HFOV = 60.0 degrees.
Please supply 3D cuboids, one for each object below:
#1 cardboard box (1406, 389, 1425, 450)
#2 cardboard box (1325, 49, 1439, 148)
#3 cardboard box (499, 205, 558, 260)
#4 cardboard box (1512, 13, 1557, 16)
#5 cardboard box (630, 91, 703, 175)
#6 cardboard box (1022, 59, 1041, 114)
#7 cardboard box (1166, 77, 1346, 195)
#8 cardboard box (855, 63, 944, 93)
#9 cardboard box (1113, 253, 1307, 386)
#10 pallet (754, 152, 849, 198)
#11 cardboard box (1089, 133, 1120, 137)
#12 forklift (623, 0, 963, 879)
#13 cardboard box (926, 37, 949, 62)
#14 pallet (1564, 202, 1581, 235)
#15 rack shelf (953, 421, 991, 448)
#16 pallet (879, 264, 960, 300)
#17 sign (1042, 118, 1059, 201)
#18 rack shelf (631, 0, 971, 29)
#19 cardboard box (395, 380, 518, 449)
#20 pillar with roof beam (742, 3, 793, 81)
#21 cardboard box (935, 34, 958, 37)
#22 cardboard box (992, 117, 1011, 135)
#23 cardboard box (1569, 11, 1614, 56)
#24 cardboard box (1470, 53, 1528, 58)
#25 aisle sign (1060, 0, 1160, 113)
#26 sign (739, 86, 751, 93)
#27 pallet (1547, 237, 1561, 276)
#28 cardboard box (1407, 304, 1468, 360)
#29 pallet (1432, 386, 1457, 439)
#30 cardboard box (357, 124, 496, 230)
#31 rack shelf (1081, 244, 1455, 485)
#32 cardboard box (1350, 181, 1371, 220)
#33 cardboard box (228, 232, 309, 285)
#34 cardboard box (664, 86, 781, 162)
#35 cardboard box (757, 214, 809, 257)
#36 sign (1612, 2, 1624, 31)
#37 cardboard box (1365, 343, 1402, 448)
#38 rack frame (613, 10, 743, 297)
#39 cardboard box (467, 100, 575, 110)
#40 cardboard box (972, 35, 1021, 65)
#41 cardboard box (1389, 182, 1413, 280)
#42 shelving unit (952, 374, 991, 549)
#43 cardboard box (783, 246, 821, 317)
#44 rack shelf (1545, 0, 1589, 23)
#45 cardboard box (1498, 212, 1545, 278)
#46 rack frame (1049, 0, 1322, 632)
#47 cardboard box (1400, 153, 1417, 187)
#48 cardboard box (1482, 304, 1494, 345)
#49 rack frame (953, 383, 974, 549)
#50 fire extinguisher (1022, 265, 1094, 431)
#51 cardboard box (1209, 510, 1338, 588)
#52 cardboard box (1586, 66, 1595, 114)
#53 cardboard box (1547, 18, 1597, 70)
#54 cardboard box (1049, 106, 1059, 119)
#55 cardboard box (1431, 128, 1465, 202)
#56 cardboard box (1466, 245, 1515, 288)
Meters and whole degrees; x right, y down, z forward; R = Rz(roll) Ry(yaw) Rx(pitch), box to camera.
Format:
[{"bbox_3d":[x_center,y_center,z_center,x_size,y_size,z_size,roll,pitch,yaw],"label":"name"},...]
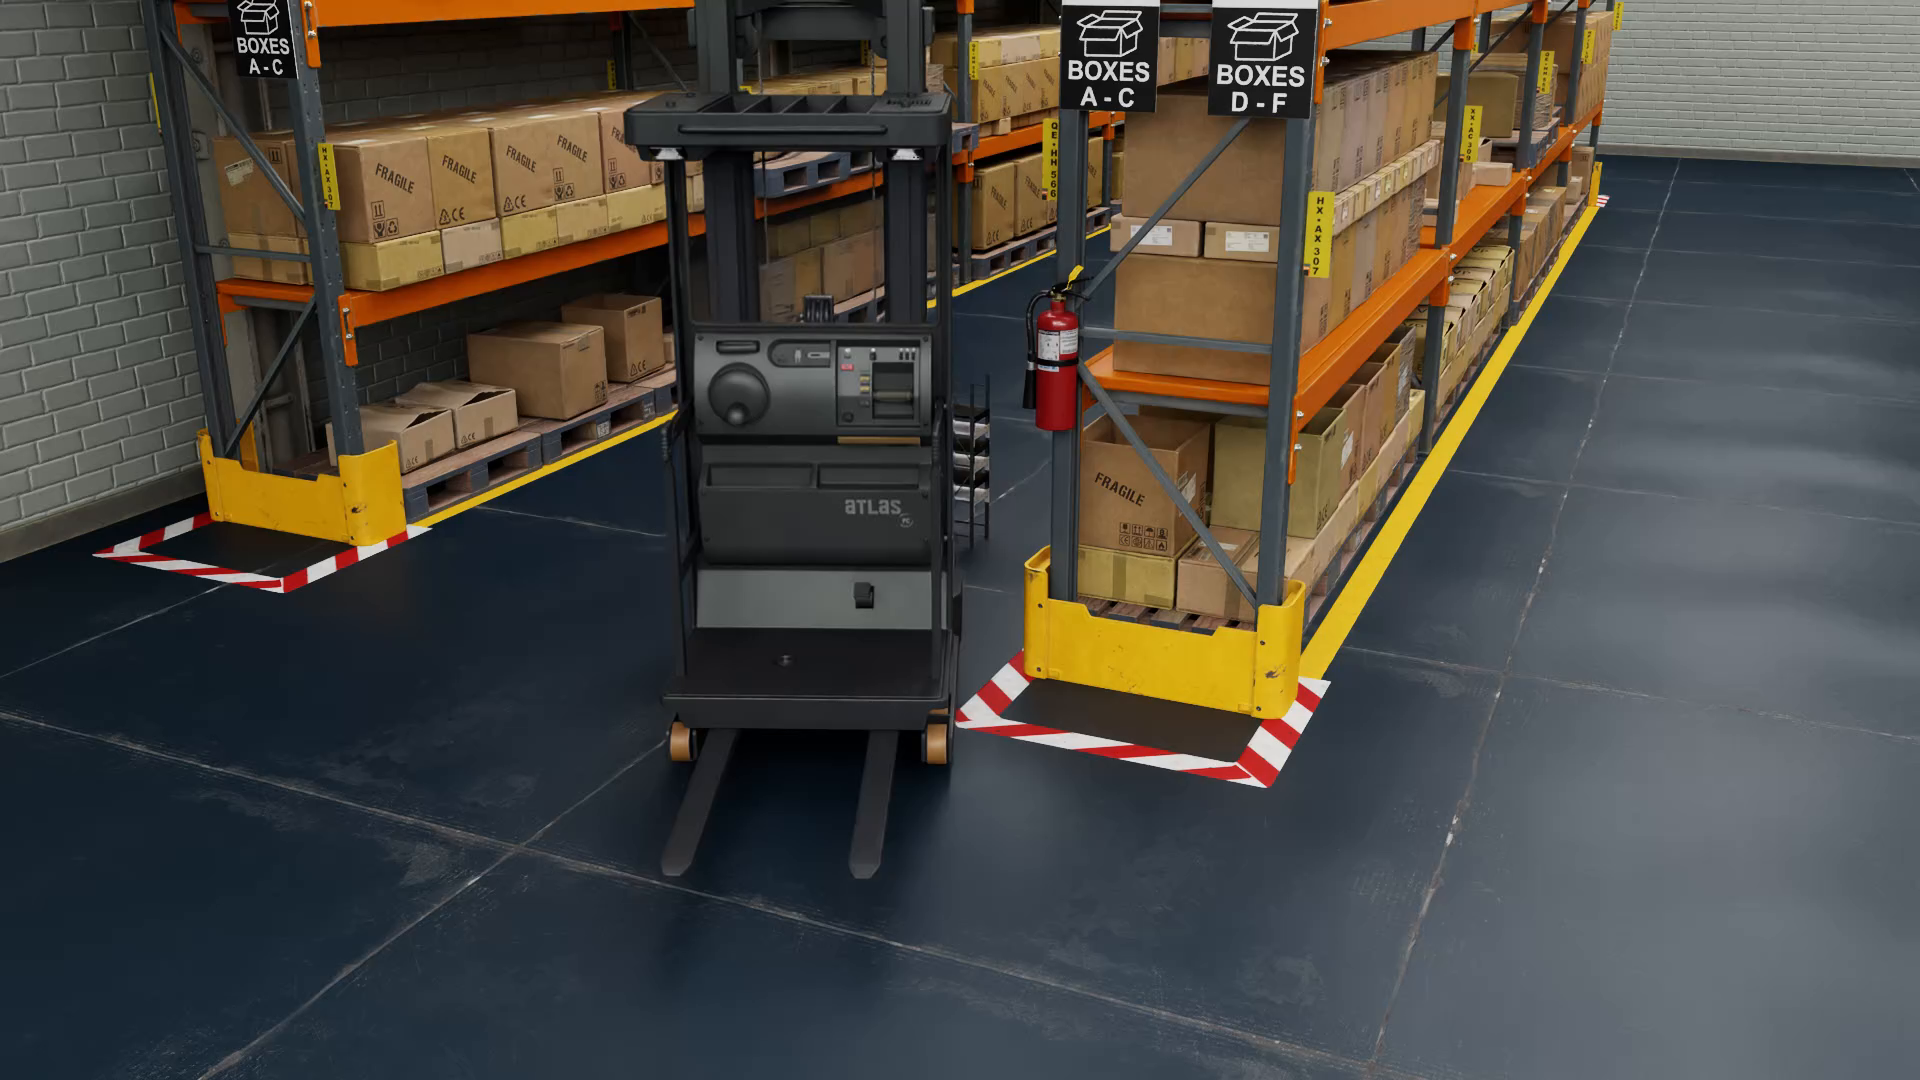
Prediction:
[{"bbox_3d":[2.519,-0.757,10.097,0.500,0.250,0.500,9,21,23],"label":"cardboard box"},{"bbox_3d":[2.333,-2.548,9.571,0.700,0.500,0.500,9,21,23],"label":"cardboard box"},{"bbox_3d":[-2.746,-1.842,9.865,0.500,0.250,0.500,8,21,22],"label":"cardboard box"},{"bbox_3d":[6.584,-5.800,19.160,0.500,0.500,0.500,9,21,23],"label":"cardboard box"},{"bbox_3d":[-1.923,-2.810,11.468,0.500,0.500,0.500,8,21,23],"label":"cardboard box"},{"bbox_3d":[0.486,-4.548,16.657,0.500,0.500,0.500,8,21,22],"label":"cardboard box"},{"bbox_3d":[1.306,-1.780,7.413,0.700,0.500,0.500,8,21,21],"label":"cardboard box"},{"bbox_3d":[-0.557,-4.037,15.037,0.700,0.500,0.500,6,20,16],"label":"cardboard box"},{"bbox_3d":[1.074,-0.991,7.130,0.700,0.500,0.500,9,21,23],"label":"cardboard box"},{"bbox_3d":[-1.566,-2.828,12.730,1.003,0.211,1.213,9,21,23],"label":"pallet"},{"bbox_3d":[1.745,-4.915,20.449,0.380,0.149,0.250,8,21,21],"label":"cardboard box"},{"bbox_3d":[-0.577,-0.608,6.303,1.130,2.935,3.031,0,20,1],"label":"forklift"},{"bbox_3d":[-0.424,-4.652,15.830,0.500,0.250,0.500,9,22,24],"label":"cardboard box"},{"bbox_3d":[6.566,-3.742,19.175,1.003,0.211,1.213,9,21,23],"label":"pallet"},{"bbox_3d":[0.003,-0.565,8.776,0.258,0.077,0.200,9,21,23],"label":"rack shelf"},{"bbox_3d":[-0.695,-2.375,15.332,1.003,0.211,1.213,9,21,23],"label":"pallet"},{"bbox_3d":[0.382,-1.539,6.738,0.100,0.325,0.005,9,21,23],"label":"sign"},{"bbox_3d":[-1.193,-4.390,13.434,1.077,0.370,4.000,9,21,23],"label":"rack shelf"},{"bbox_3d":[-3.051,-0.796,10.086,0.500,0.311,0.500,11,22,27],"label":"cardboard box"},{"bbox_3d":[2.232,-5.885,12.086,9.100,9.000,0.400,9,21,23],"label":"pillar with roof beam"},{"bbox_3d":[-0.209,-4.809,16.274,0.500,0.250,0.500,8,21,21],"label":"cardboard box"},{"bbox_3d":[0.270,-4.033,16.177,0.380,0.149,0.250,9,22,24],"label":"cardboard box"},{"bbox_3d":[7.492,-6.039,19.831,0.500,0.500,0.500,8,21,22],"label":"cardboard box"},{"bbox_3d":[5.387,-4.602,16.658,0.700,0.500,0.500,2,20,4],"label":"cardboard box"},{"bbox_3d":[0.576,-2.048,6.372,0.394,0.787,0.004,9,21,23],"label":"aisle sign"},{"bbox_3d":[-1.513,-3.040,11.749,0.100,0.325,0.005,9,21,23],"label":"sign"},{"bbox_3d":[5.487,-2.904,16.819,1.003,0.211,1.213,9,21,23],"label":"pallet"},{"bbox_3d":[3.116,-1.437,11.173,0.500,0.311,0.500,8,21,22],"label":"cardboard box"},{"bbox_3d":[2.775,-0.943,11.305,1.003,0.211,1.213,9,21,23],"label":"pallet"},{"bbox_3d":[-2.968,-2.028,9.270,0.500,0.500,0.500,9,21,23],"label":"cardboard box"},{"bbox_3d":[1.690,-1.076,8.591,1.077,0.370,4.000,9,21,23],"label":"rack shelf"},{"bbox_3d":[1.754,-1.640,7.987,0.380,0.149,0.250,8,21,22],"label":"cardboard box"},{"bbox_3d":[-3.635,-1.590,9.157,0.500,0.250,0.500,9,21,23],"label":"cardboard box"},{"bbox_3d":[-1.772,-3.110,12.431,0.700,0.500,0.500,9,21,23],"label":"cardboard box"},{"bbox_3d":[-1.548,-2.450,13.336,0.500,0.250,0.500,8,21,22],"label":"cardboard box"},{"bbox_3d":[7.921,-6.307,20.026,0.100,0.325,0.005,9,21,23],"label":"sign"},{"bbox_3d":[2.102,-0.805,9.114,0.500,0.500,0.500,9,21,23],"label":"cardboard box"},{"bbox_3d":[-2.012,-2.705,12.097,1.000,3.000,0.127,9,21,23],"label":"rack frame"},{"bbox_3d":[-2.819,-2.572,10.800,0.500,0.500,0.500,9,22,24],"label":"cardboard box"},{"bbox_3d":[0.267,-4.745,16.093,0.500,0.250,0.500,8,21,22],"label":"cardboard box"},{"bbox_3d":[2.123,-1.775,9.333,0.700,0.500,0.500,8,21,22],"label":"cardboard box"},{"bbox_3d":[0.003,-0.426,8.825,0.258,0.900,0.210,9,21,23],"label":"shelving unit"},{"bbox_3d":[-1.560,-2.126,13.545,0.700,0.500,0.500,8,21,22],"label":"cardboard box"},{"bbox_3d":[4.966,-4.935,14.965,1.077,0.370,4.000,9,21,23],"label":"rack shelf"},{"bbox_3d":[5.014,-2.692,15.135,0.500,0.500,0.500,8,21,22],"label":"cardboard box"},{"bbox_3d":[0.871,-0.803,6.751,1.000,3.000,0.127,9,21,23],"label":"rack frame"},{"bbox_3d":[2.279,-2.030,9.083,0.380,0.149,0.250,9,21,23],"label":"cardboard box"},{"bbox_3d":[3.738,-1.645,12.596,0.500,0.250,0.500,9,22,24],"label":"cardboard box"},{"bbox_3d":[-0.038,-0.395,8.738,0.240,0.900,0.006,9,21,23],"label":"rack frame"},{"bbox_3d":[0.399,-0.794,6.841,0.296,0.674,0.183,9,21,23],"label":"fire extinguisher"},{"bbox_3d":[1.495,0.008,7.948,0.500,0.250,0.500,9,21,23],"label":"cardboard box"},{"bbox_3d":[6.656,-4.947,18.252,0.500,0.500,0.500,8,21,22],"label":"cardboard box"},{"bbox_3d":[6.446,-5.253,17.622,0.500,0.500,0.500,8,21,21],"label":"cardboard box"},{"bbox_3d":[0.824,-4.517,17.538,0.380,0.149,0.250,8,21,21],"label":"cardboard box"},{"bbox_3d":[3.259,-2.620,11.710,0.500,0.500,0.500,9,21,23],"label":"cardboard box"},{"bbox_3d":[4.157,-2.221,13.379,0.500,0.311,0.500,9,22,24],"label":"cardboard box"}]
